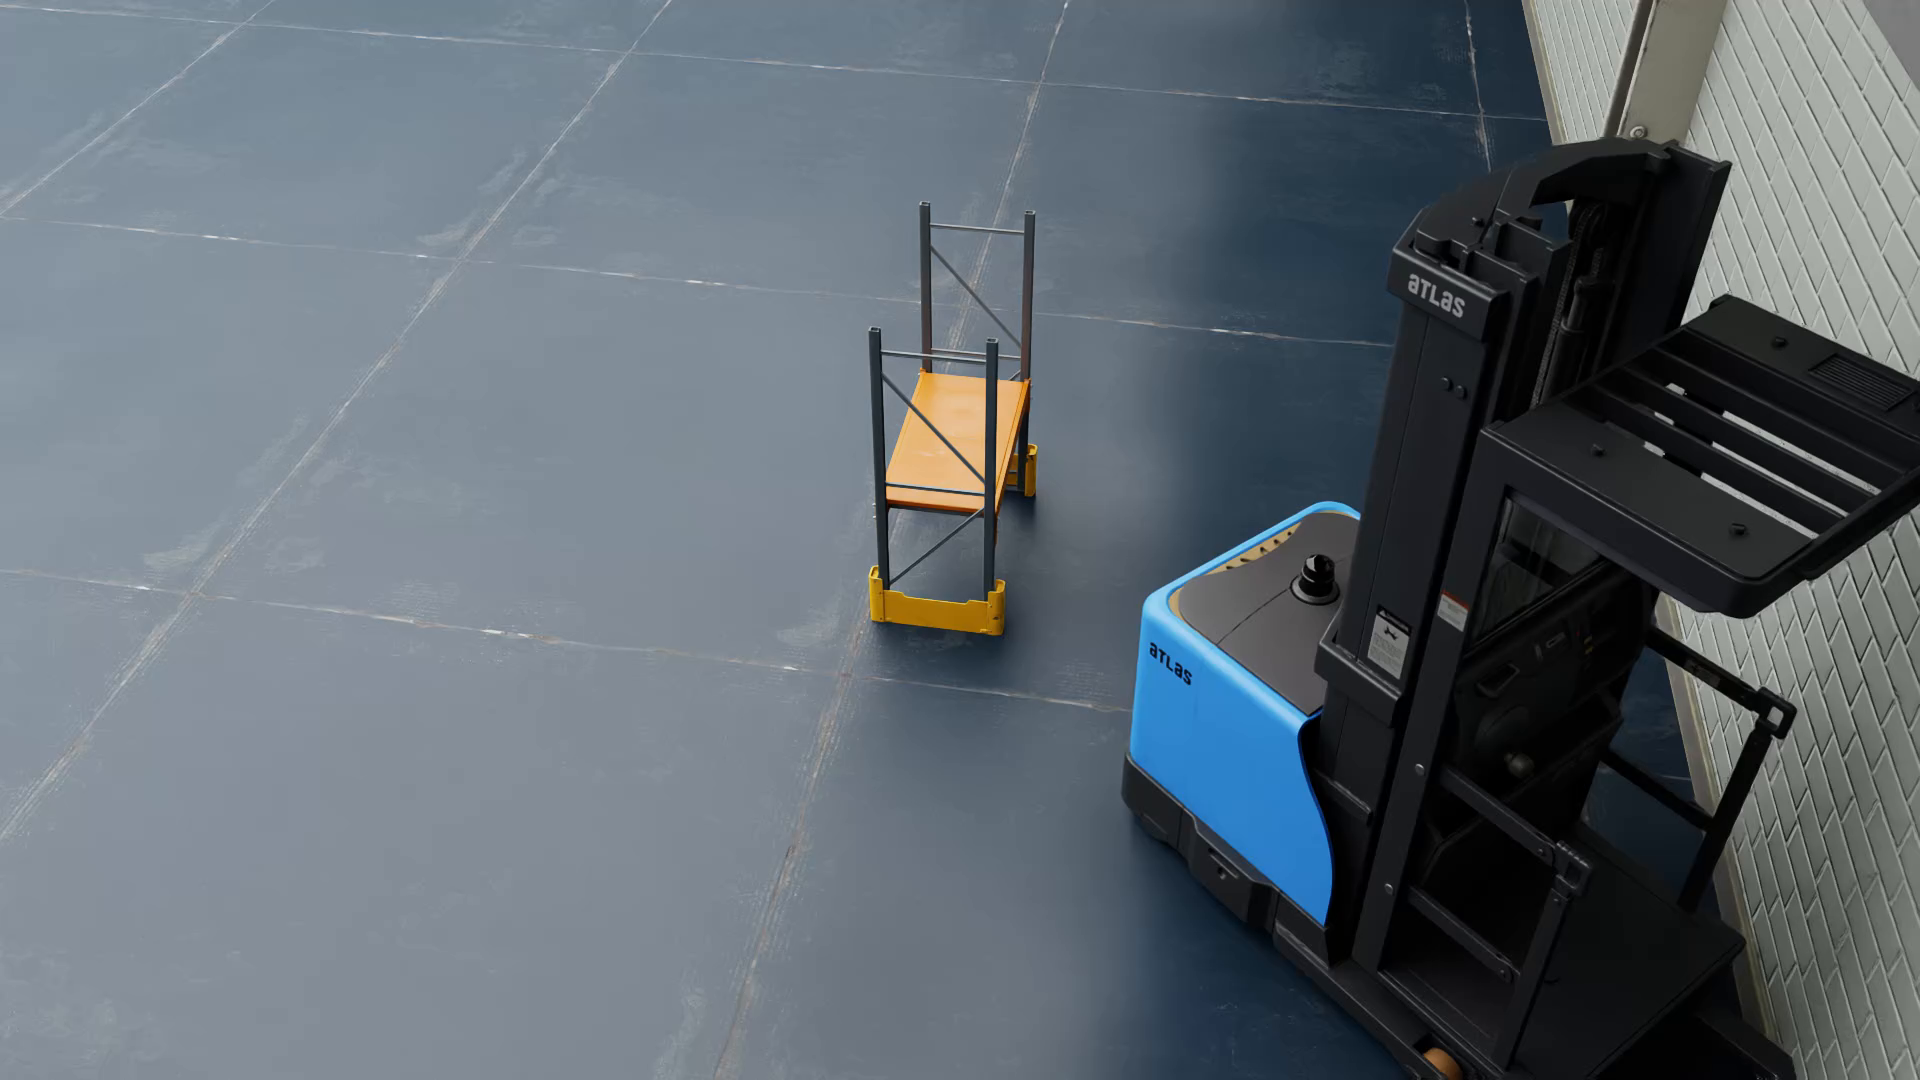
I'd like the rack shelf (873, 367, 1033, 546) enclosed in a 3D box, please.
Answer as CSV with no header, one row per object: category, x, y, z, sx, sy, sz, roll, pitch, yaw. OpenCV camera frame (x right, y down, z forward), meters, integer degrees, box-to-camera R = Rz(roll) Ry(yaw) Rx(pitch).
rack shelf,-0.015,-0.386,7.322,0.538,0.185,1.000,6,40,8

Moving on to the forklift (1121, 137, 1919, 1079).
forklift,1.922,0.458,4.896,1.130,2.935,3.031,-26,46,-28

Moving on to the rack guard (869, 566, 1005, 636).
rack guard,-0.099,0.264,7.234,0.587,0.250,0.087,6,40,8

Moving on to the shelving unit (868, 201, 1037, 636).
shelving unit,-0.013,-0.530,7.214,0.587,1.500,1.083,6,40,8

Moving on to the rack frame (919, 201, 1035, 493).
rack frame,0.073,-0.844,7.593,0.500,1.500,0.032,6,40,8

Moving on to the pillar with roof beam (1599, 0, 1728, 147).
pillar with roof beam,-0.933,-4.886,6.598,9.100,9.000,0.400,6,40,8

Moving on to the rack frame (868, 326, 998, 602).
rack frame,-0.103,-0.205,6.821,0.500,1.500,0.032,6,40,8

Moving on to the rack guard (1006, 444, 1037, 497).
rack guard,0.073,-0.361,7.991,0.587,0.250,0.087,6,40,8
